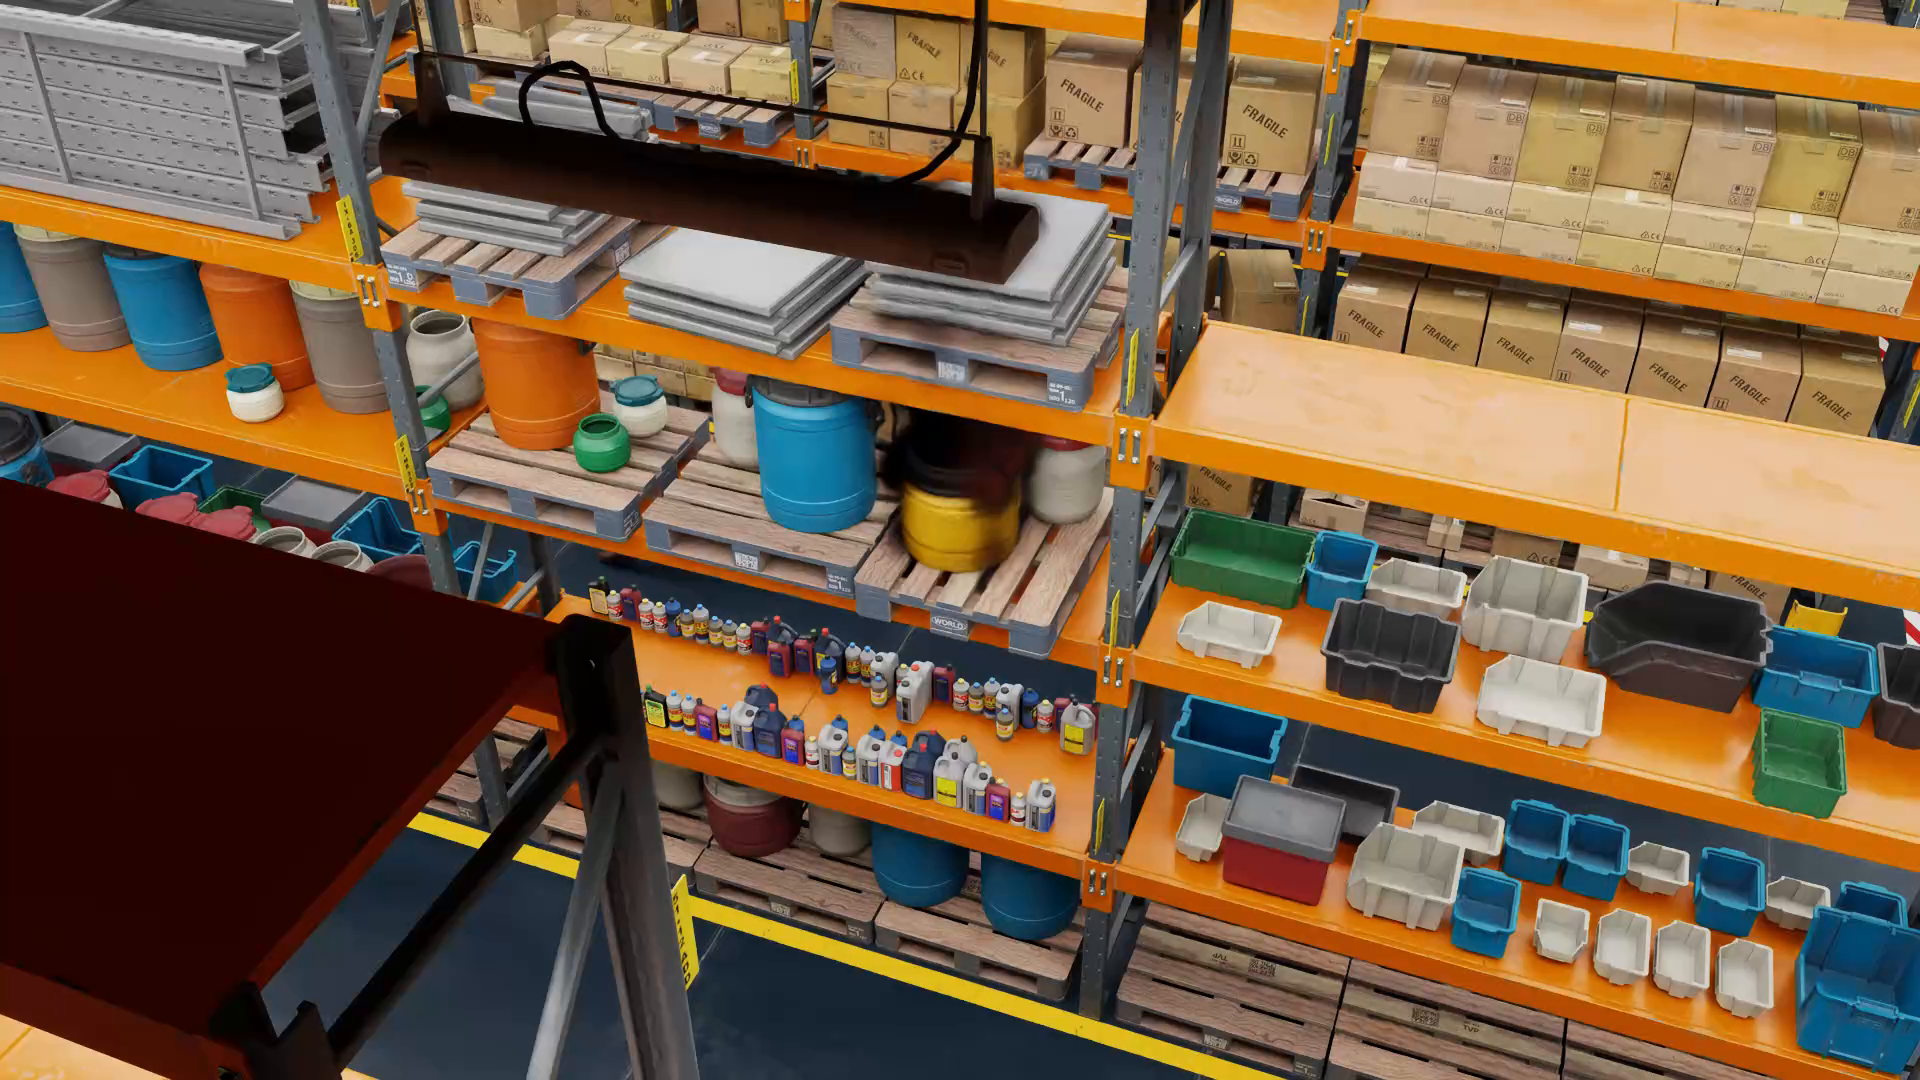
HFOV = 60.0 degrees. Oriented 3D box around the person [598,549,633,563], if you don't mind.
[{"bbox_3d":[-2.396,-0.494,12.653,0.941,1.632,0.607,9,37,12],"label":"person"}]
